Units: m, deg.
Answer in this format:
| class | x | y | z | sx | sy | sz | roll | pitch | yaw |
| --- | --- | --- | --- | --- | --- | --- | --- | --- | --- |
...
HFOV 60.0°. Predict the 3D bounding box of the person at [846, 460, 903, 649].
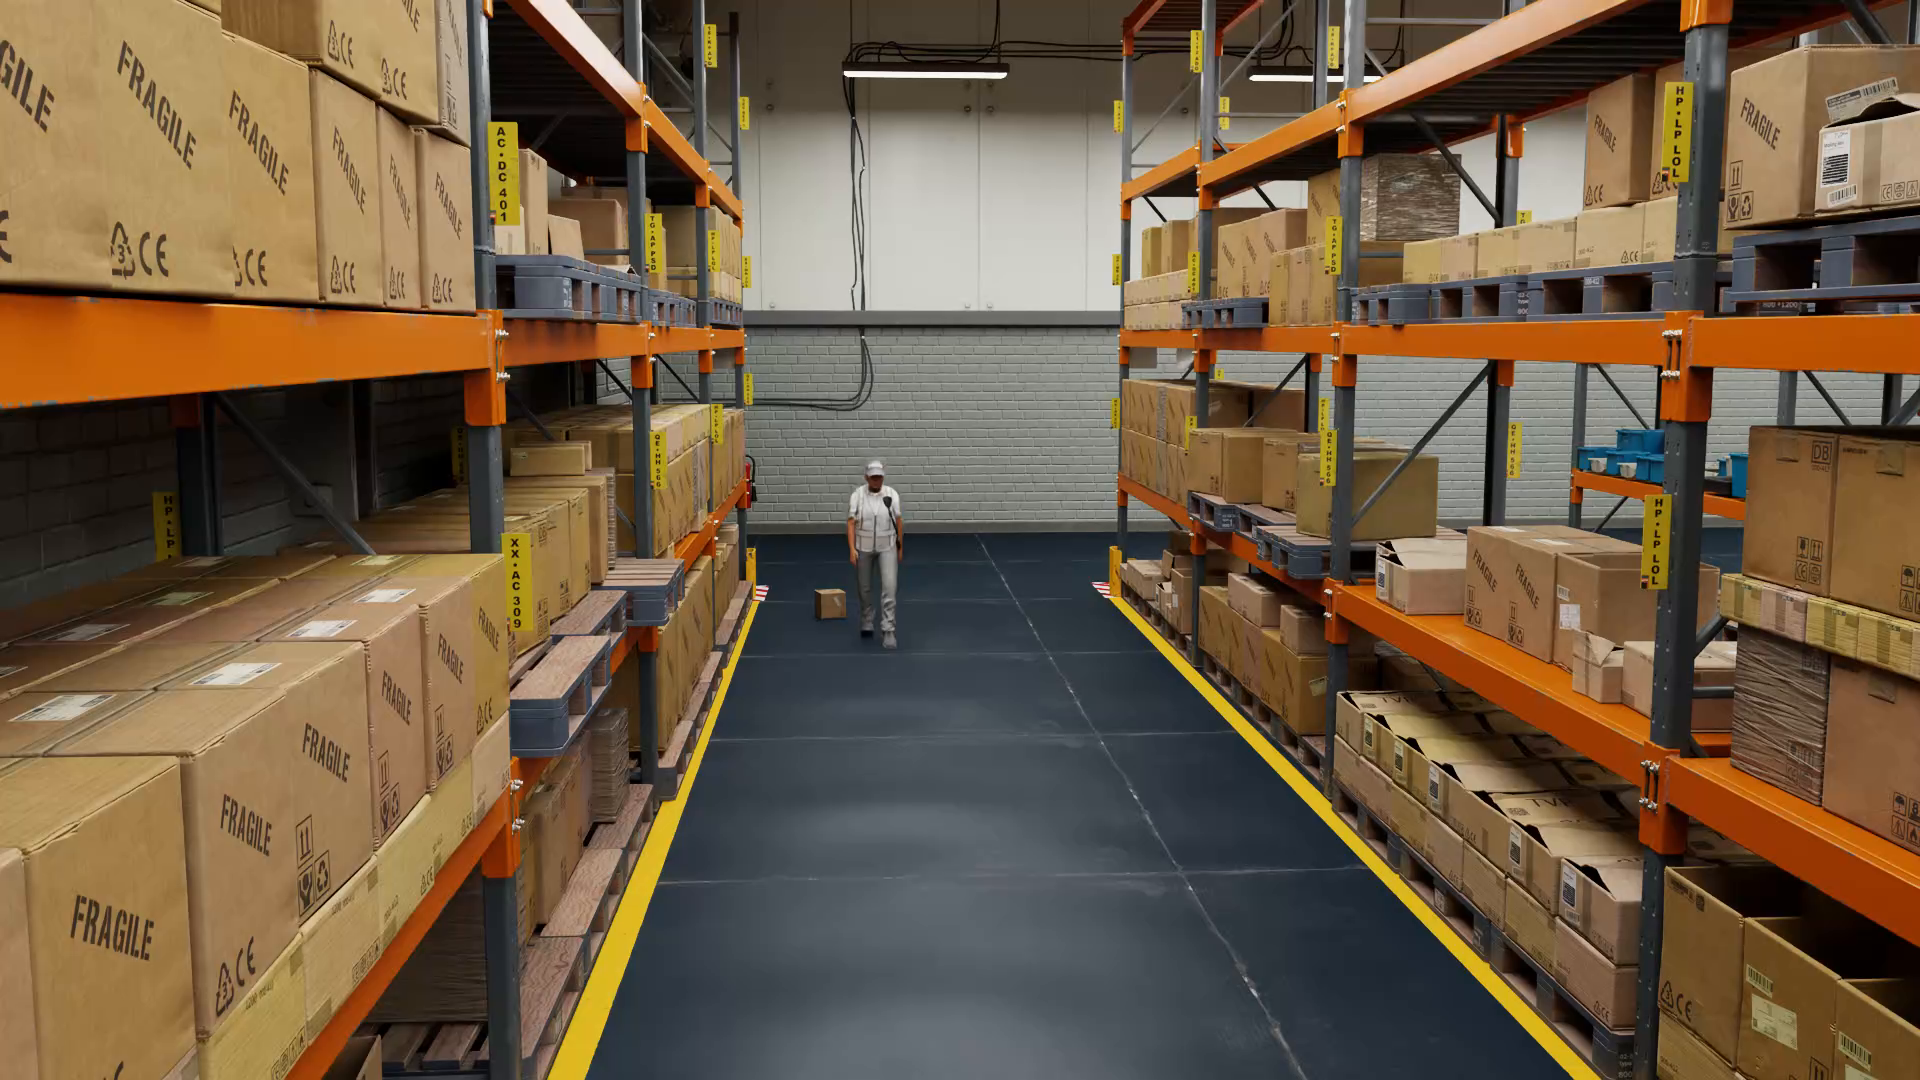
| class | x | y | z | sx | sy | sz | roll | pitch | yaw |
| --- | --- | --- | --- | --- | --- | --- | --- | --- | --- |
| person | -0.770 | 0.094 | 15.007 | 0.501 | 1.635 | 0.952 | 0 | 7 | 0 |
